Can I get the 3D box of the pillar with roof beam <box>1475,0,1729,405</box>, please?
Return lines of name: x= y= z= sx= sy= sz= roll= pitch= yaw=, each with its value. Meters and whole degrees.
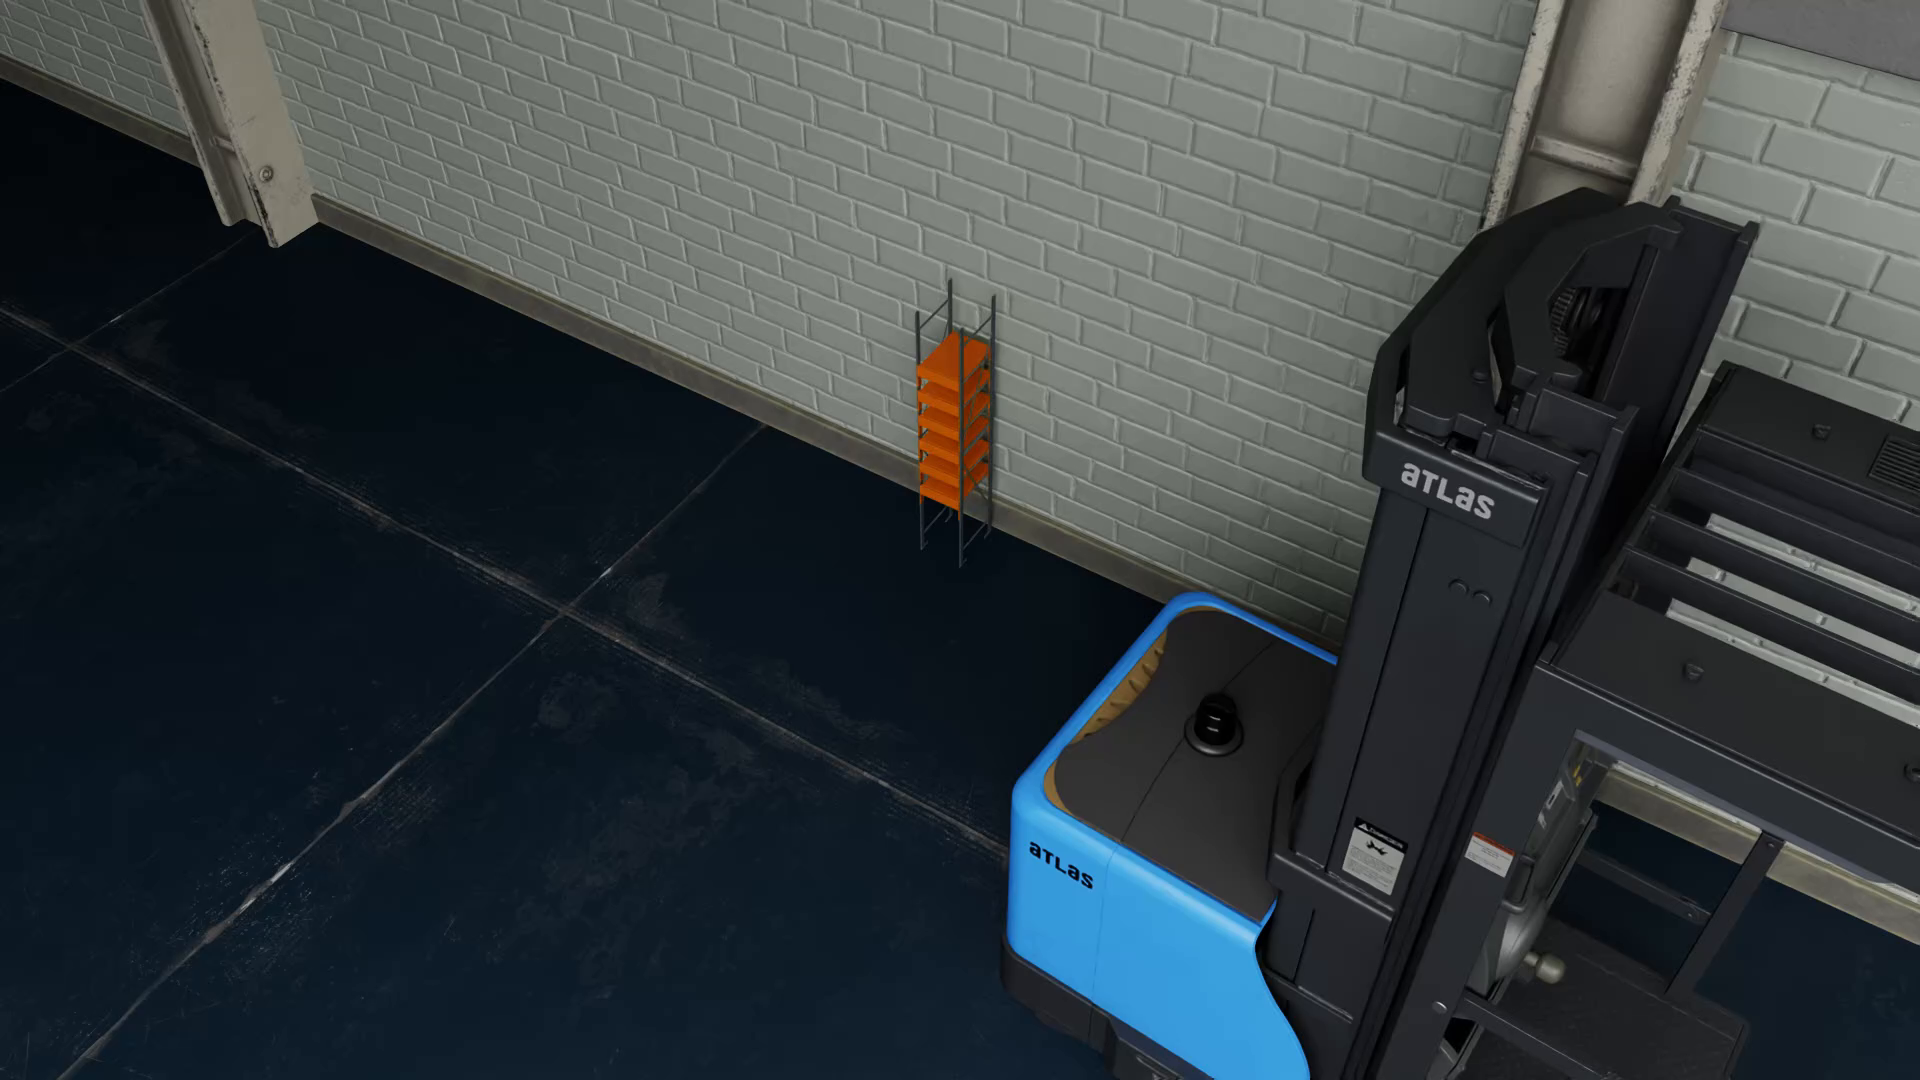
pillar with roof beam: x=-0.703 y=0.190 z=0.290 sx=0.400 sy=9.000 sz=9.100 roll=25 pitch=51 yaw=22

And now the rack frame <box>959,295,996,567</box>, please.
rack frame: x=0.063 y=-0.383 z=6.285 sx=0.006 sy=1.200 sz=0.240 roll=24 pitch=50 yaw=21

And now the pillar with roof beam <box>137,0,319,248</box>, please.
pillar with roof beam: x=-5.754 y=-2.133 z=2.548 sx=0.400 sy=9.000 sz=9.100 roll=25 pitch=51 yaw=22

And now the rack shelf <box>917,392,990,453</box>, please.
rack shelf: x=-0.015 y=-0.470 z=6.265 sx=0.180 sy=0.103 sz=0.258 roll=24 pitch=50 yaw=21

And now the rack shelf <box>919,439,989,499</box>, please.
rack shelf: x=-0.015 y=-0.303 z=6.437 sx=0.180 sy=0.103 sz=0.258 roll=24 pitch=50 yaw=21

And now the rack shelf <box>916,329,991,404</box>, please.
rack shelf: x=-0.015 y=-0.637 z=6.093 sx=0.180 sy=0.103 sz=0.258 roll=24 pitch=50 yaw=21

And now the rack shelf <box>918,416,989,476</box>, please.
rack shelf: x=-0.015 y=-0.386 z=6.351 sx=0.180 sy=0.103 sz=0.258 roll=24 pitch=50 yaw=21

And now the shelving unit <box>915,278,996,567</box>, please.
shelving unit: x=-0.015 y=-0.417 z=6.319 sx=0.189 sy=1.200 sz=0.258 roll=24 pitch=50 yaw=21

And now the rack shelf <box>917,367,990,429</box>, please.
rack shelf: x=-0.015 y=-0.554 z=6.179 sx=0.180 sy=0.103 sz=0.258 roll=24 pitch=50 yaw=21

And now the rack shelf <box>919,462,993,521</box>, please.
rack shelf: x=-0.015 y=-0.219 z=6.523 sx=0.180 sy=0.103 sz=0.258 roll=24 pitch=50 yaw=21

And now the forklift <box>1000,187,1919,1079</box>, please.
forklift: x=1.621 y=0.758 z=3.969 sx=3.031 sy=2.935 sz=1.130 roll=27 pitch=52 yaw=24

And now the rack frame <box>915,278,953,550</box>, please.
rack frame: x=-0.093 y=-0.452 z=6.352 sx=0.006 sy=1.200 sz=0.240 roll=24 pitch=50 yaw=21
